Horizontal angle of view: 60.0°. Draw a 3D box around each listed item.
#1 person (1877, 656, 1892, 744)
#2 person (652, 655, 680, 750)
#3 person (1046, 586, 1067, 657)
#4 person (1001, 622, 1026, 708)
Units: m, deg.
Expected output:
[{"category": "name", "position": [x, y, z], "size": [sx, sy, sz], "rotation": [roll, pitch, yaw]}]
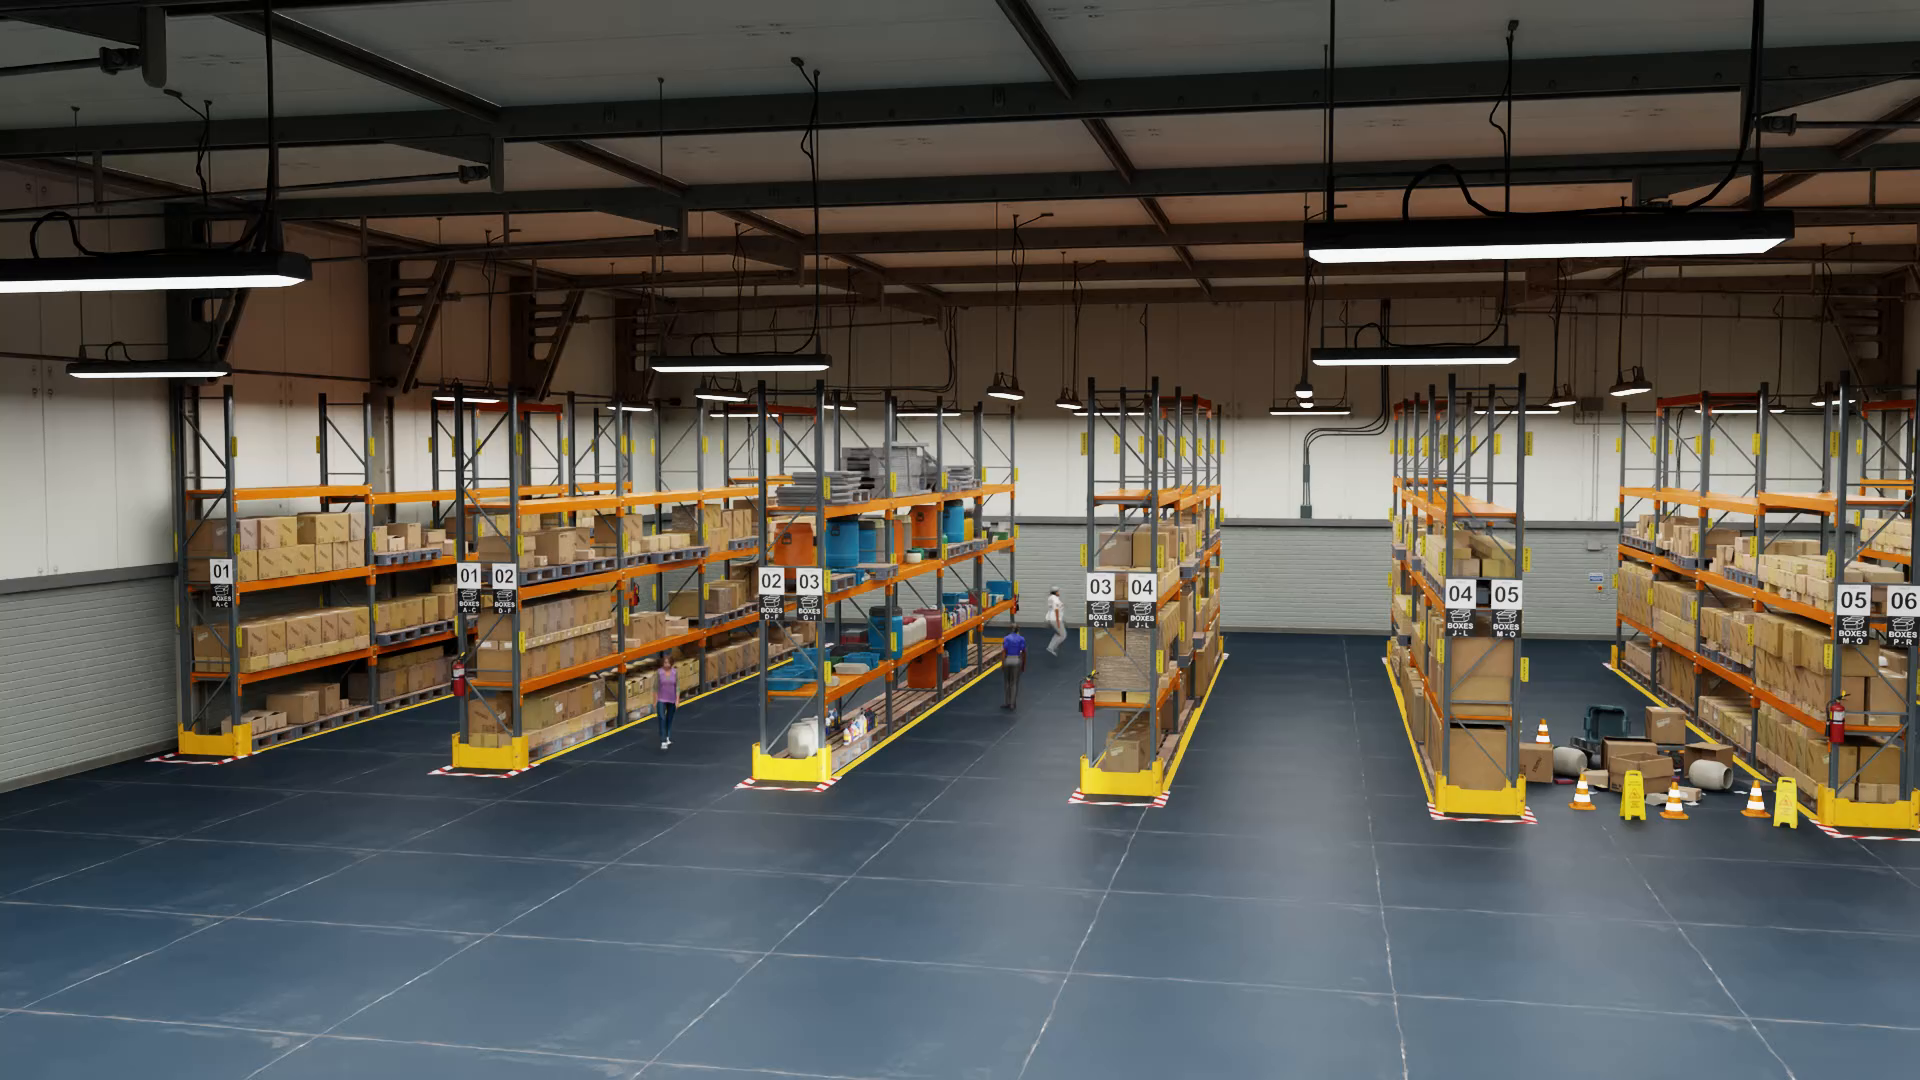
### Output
[{"category": "person", "position": [14.704, 2.695, 26.561], "size": [0.656, 1.654, 0.766], "rotation": [1, 3, 14]}, {"category": "person", "position": [-4.848, 2.667, 27.505], "size": [0.439, 1.539, 0.979], "rotation": [-2, 4, -26]}, {"category": "person", "position": [2.203, 1.863, 38.390], "size": [0.512, 1.624, 0.514], "rotation": [-1, 3, -18]}, {"category": "person", "position": [1.024, 2.427, 31.819], "size": [0.460, 1.704, 0.595], "rotation": [0, 3, 7]}]
